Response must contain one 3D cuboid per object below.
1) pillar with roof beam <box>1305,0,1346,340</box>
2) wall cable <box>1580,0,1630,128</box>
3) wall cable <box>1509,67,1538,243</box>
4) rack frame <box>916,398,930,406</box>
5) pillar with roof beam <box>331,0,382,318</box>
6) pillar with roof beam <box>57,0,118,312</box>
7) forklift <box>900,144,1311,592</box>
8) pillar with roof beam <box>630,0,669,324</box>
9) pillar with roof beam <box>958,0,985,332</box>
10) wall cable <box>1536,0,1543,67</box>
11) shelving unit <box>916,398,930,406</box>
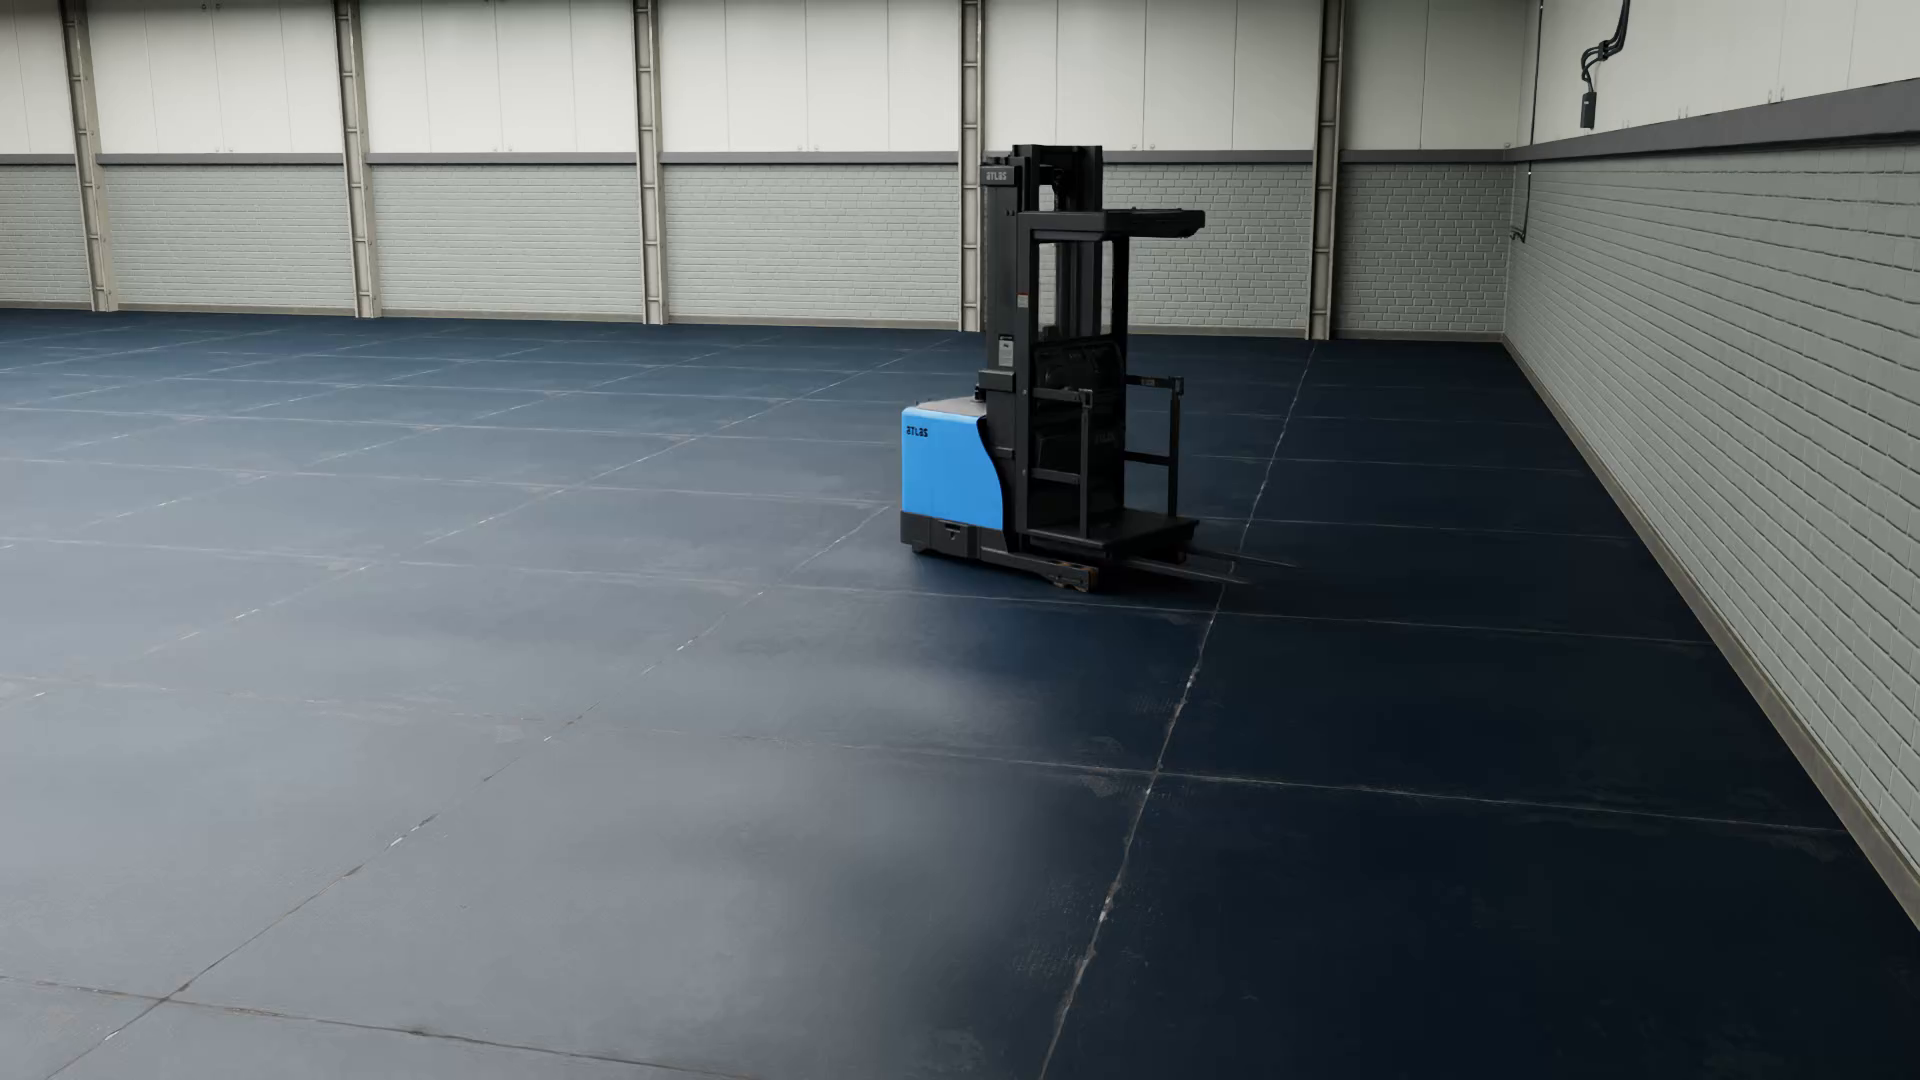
[{"bbox_3d":[4.993,-6.878,22.960,0.400,9.000,9.100,3,13,14],"label":"pillar with roof beam"},{"bbox_3d":[6.277,-7.017,15.735,0.169,6.003,2.305,3,13,14],"label":"wall cable"},{"bbox_3d":[8.567,-5.837,25.434,0.112,2.526,3.097,3,13,14],"label":"wall cable"},{"bbox_3d":[-0.281,-0.566,12.859,0.008,1.050,0.200,7,14,28],"label":"rack frame"},{"bbox_3d":[-12.483,-7.812,27.170,0.400,9.000,9.100,3,13,14],"label":"pillar with roof beam"},{"bbox_3d":[-18.308,-8.124,28.574,0.400,9.000,9.100,3,13,14],"label":"pillar with roof beam"},{"bbox_3d":[0.977,-1.209,11.417,3.031,2.935,1.130,11,17,42],"label":"forklift"},{"bbox_3d":[-6.658,-7.501,25.767,0.400,9.000,9.100,3,13,14],"label":"pillar with roof beam"},{"bbox_3d":[-0.833,-7.190,24.363,0.400,9.000,9.100,3,13,14],"label":"pillar with roof beam"},{"bbox_3d":[7.919,-7.733,22.323,0.112,2.526,3.097,3,13,14],"label":"wall cable"},{"bbox_3d":[-0.175,-0.553,12.801,0.252,1.050,0.215,7,14,28],"label":"shelving unit"}]
